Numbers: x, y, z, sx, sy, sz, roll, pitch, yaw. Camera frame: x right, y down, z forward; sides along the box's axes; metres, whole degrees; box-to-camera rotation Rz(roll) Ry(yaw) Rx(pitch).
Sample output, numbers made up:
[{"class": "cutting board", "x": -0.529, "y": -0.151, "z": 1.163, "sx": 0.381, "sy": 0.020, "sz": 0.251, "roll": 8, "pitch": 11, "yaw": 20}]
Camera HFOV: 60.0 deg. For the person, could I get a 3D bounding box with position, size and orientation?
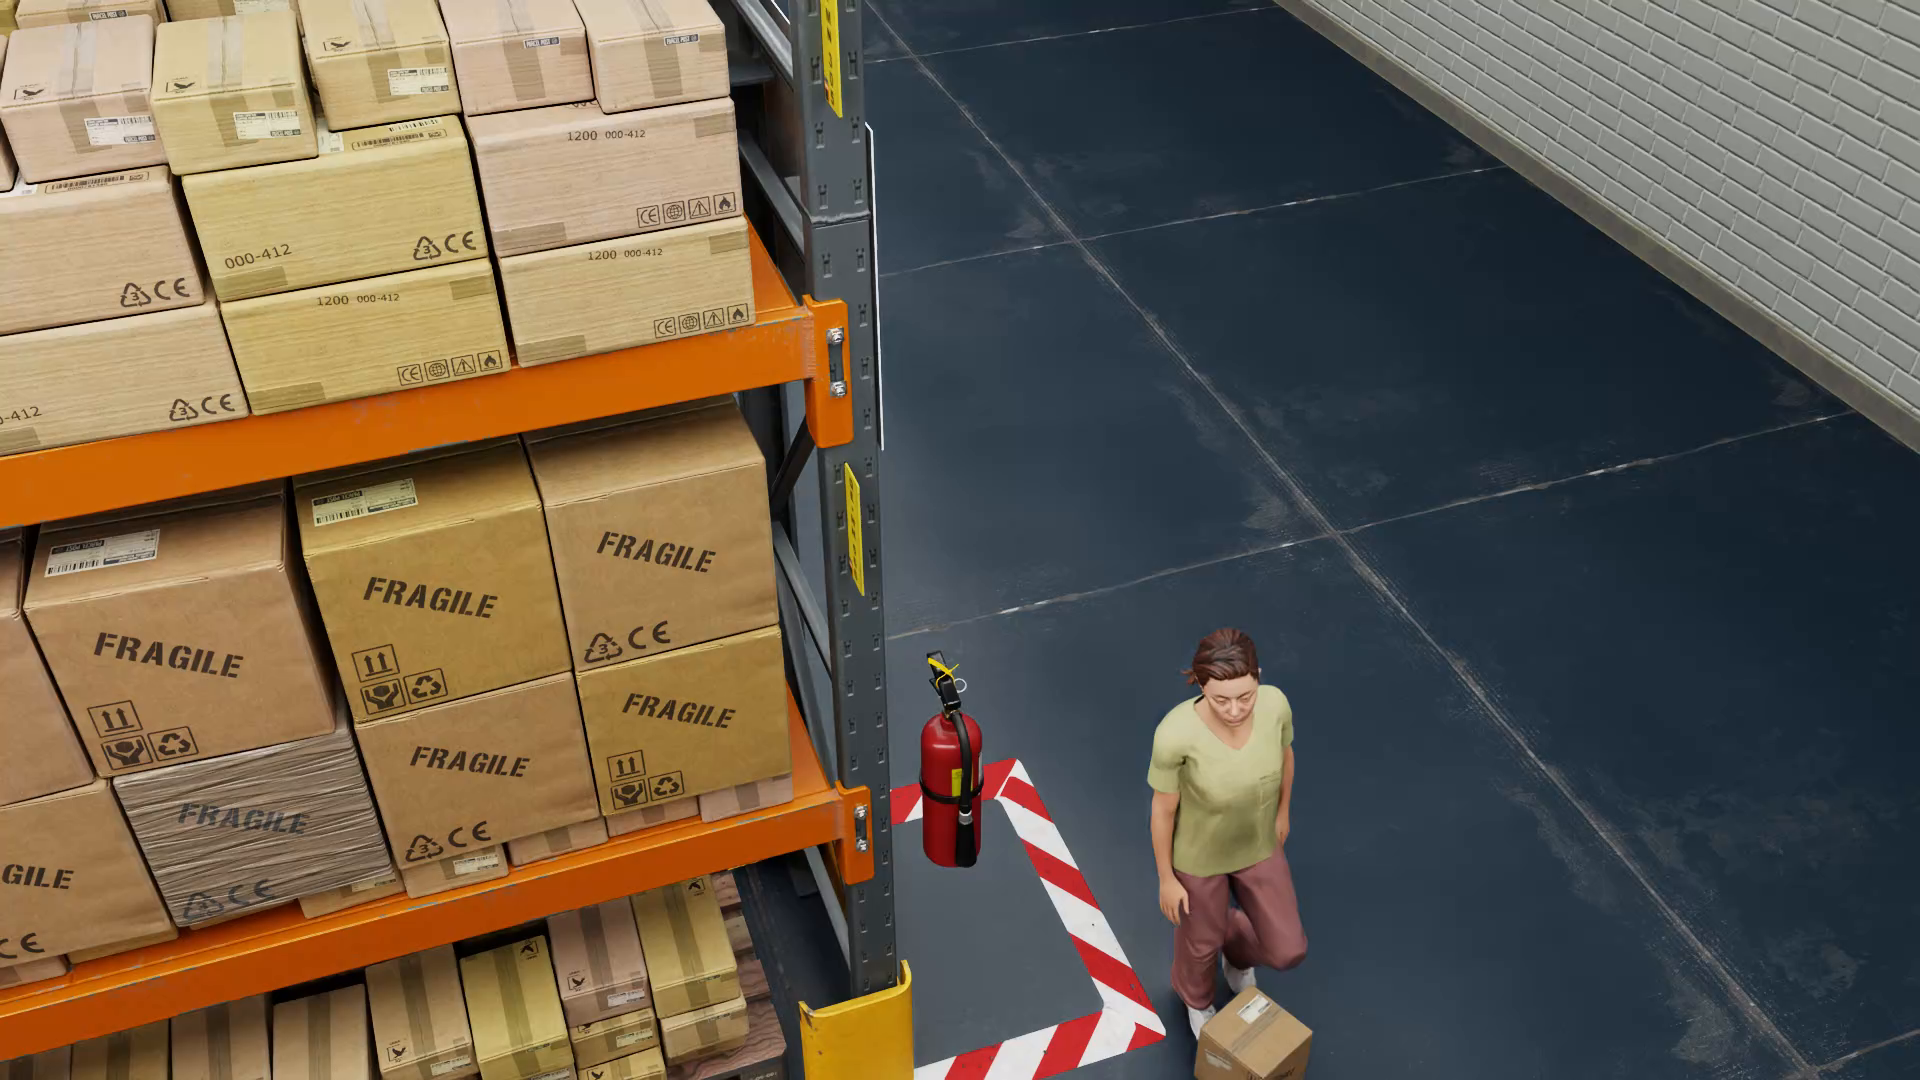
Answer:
[{"class": "person", "x": 0.784, "y": 0.923, "z": 4.939, "sx": 0.498, "sy": 1.661, "sz": 0.467, "roll": -11, "pitch": 39, "yaw": -13}]
